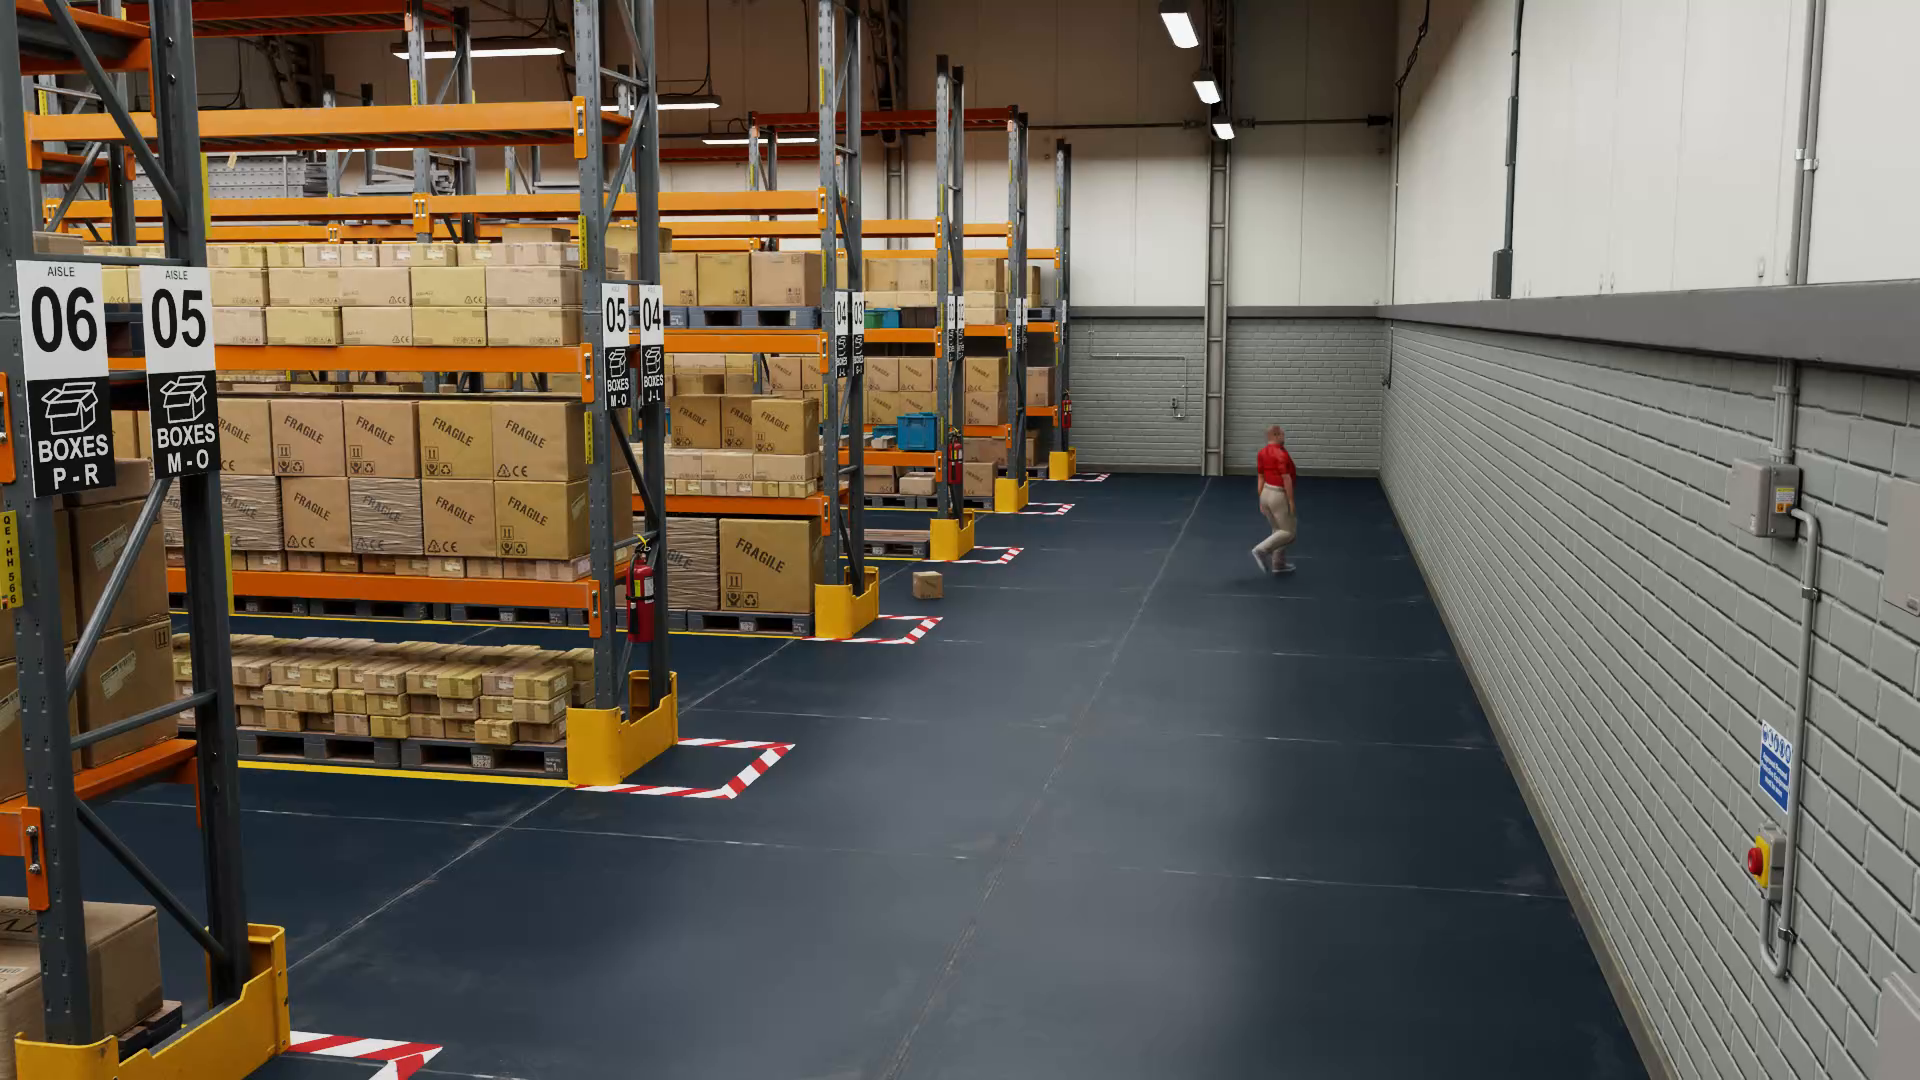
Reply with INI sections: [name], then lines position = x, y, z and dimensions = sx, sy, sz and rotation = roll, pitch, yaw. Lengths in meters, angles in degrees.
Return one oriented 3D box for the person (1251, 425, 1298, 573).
[person]
position = 3.596, -0.457, 18.960
dimensions = 0.735, 1.697, 0.551
rotation = -4, 9, -24
